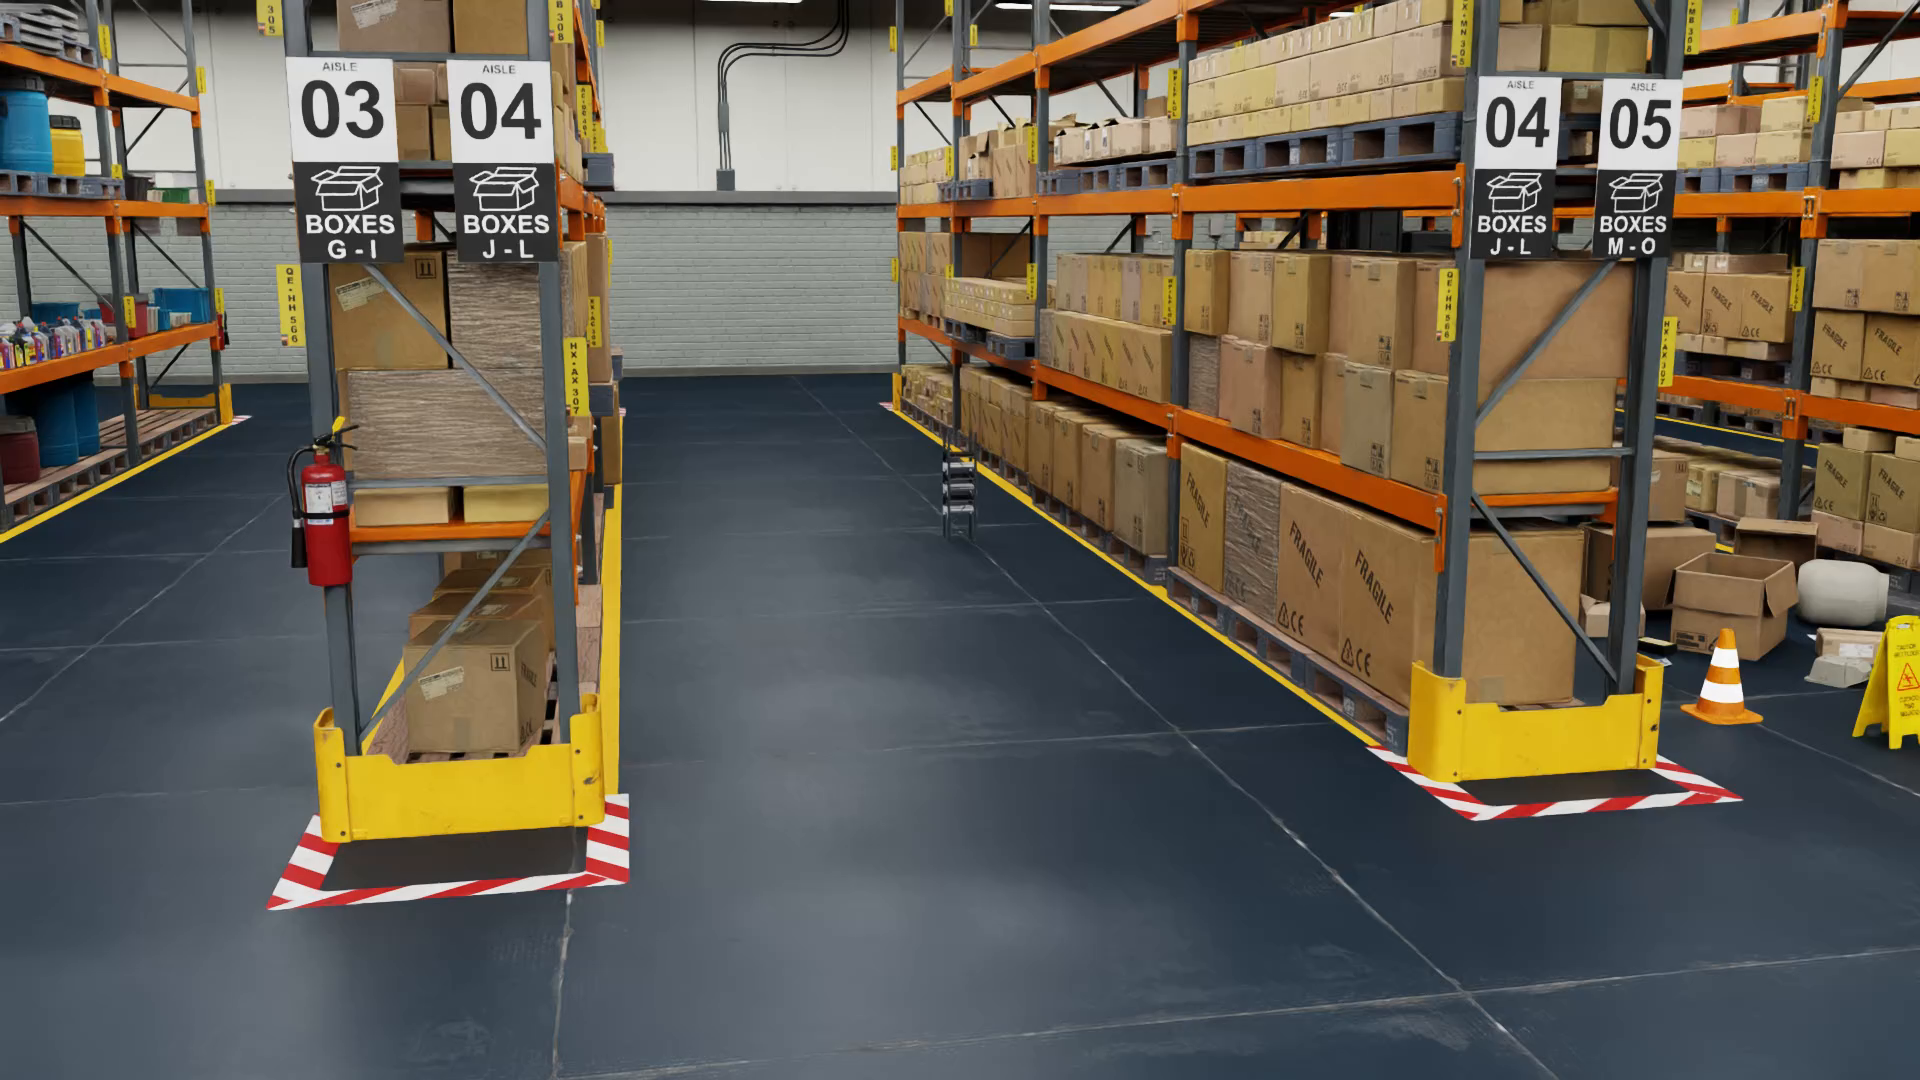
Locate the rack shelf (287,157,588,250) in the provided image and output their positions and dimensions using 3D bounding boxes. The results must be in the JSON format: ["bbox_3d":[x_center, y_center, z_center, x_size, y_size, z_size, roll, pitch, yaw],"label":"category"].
[{"bbox_3d":[-2.525,-1.722,8.624,1.077,0.370,4.000,-2,11,-11],"label":"rack shelf"}]

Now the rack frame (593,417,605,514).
[{"bbox_3d":[-3.692,-1.703,14.619,1.000,3.000,0.127,-2,11,-11],"label":"rack frame"}]

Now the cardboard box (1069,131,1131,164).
[{"bbox_3d":[1.216,-3.287,13.932,0.500,0.250,0.500,-2,11,-9],"label":"cardboard box"}]

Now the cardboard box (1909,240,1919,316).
[{"bbox_3d":[6.829,-1.740,11.077,0.700,0.500,0.500,-2,11,-12],"label":"cardboard box"}]

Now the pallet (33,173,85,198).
[{"bbox_3d":[-8.856,-3.289,15.435,1.003,0.211,1.213,-2,11,-11],"label":"pallet"}]

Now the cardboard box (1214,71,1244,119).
[{"bbox_3d":[1.891,-2.740,10.261,0.500,0.250,0.500,-2,11,-11],"label":"cardboard box"}]

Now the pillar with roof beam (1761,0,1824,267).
[{"bbox_3d":[6.645,-5.929,20.778,9.100,9.000,0.400,-2,11,-11],"label":"pillar with roof beam"}]

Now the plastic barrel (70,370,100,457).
[{"bbox_3d":[-9.239,-1.331,17.157,0.600,0.901,0.708,-2,11,-11],"label":"plastic barrel"}]

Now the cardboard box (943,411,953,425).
[{"bbox_3d":[0.005,-1.463,19.864,0.380,0.149,0.250,-2,11,-10],"label":"cardboard box"}]

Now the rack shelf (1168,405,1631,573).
[{"bbox_3d":[2.360,-0.411,9.755,1.077,0.370,4.000,-2,11,-11],"label":"rack shelf"}]

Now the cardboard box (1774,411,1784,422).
[{"bbox_3d":[10.198,-1.670,20.011,0.500,0.500,0.500,-2,11,-13],"label":"cardboard box"}]

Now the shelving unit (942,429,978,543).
[{"bbox_3d":[-0.002,-0.444,13.620,0.258,0.900,0.210,-2,11,-11],"label":"shelving unit"}]

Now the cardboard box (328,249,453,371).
[{"bbox_3d":[-2.485,-1.014,7.262,0.500,0.500,0.500,-2,11,-11],"label":"cardboard box"}]

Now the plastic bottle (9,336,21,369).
[{"bbox_3d":[-8.389,-1.667,14.746,0.061,0.283,0.133,-2,11,-11],"label":"plastic bottle"}]

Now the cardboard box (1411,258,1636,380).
[{"bbox_3d":[2.715,-1.071,8.010,0.875,0.550,0.550,-2,11,-11],"label":"cardboard box"}]

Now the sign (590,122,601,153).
[{"bbox_3d":[-3.159,-3.449,14.392,0.100,0.325,0.005,-2,11,-11],"label":"sign"}]

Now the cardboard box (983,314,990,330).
[{"bbox_3d":[0.450,-2.209,16.828,0.380,0.149,0.250,-3,11,-14],"label":"cardboard box"}]

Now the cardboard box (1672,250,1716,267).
[{"bbox_3d":[10.090,-3.701,22.721,0.500,0.500,0.500,-2,11,-13],"label":"cardboard box"}]

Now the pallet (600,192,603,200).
[{"bbox_3d":[-4.853,-4.240,20.165,1.003,0.211,1.213,-2,11,-11],"label":"pallet"}]

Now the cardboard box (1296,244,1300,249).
[{"bbox_3d":[4.689,-3.600,21.645,0.500,0.500,0.500,-2,11,-10],"label":"cardboard box"}]

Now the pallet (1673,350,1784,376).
[{"bbox_3d":[6.454,-1.607,14.631,1.003,0.211,1.213,-2,11,-11],"label":"pallet"}]

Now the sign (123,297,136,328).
[{"bbox_3d":[-8.788,-2.412,17.604,0.100,0.325,0.005,-2,11,-11],"label":"sign"}]

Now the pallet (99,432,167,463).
[{"bbox_3d":[-9.509,-1.020,18.489,1.003,0.211,1.213,-2,11,-11],"label":"pallet"}]

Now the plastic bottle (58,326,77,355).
[{"bbox_3d":[-8.739,-1.950,16.253,0.152,0.276,0.135,-2,11,-11],"label":"plastic bottle"}]

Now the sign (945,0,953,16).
[{"bbox_3d":[-0.121,-6.026,18.582,0.100,0.325,0.005,-2,11,-11],"label":"sign"}]

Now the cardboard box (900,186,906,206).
[{"bbox_3d":[-0.526,-4.640,22.430,0.500,0.250,0.500,-2,11,-9],"label":"cardboard box"}]

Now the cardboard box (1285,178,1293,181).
[{"bbox_3d":[4.715,-4.939,22.449,0.500,0.311,0.500,-2,11,-10],"label":"cardboard box"}]

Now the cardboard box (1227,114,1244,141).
[{"bbox_3d":[1.856,-2.518,10.162,0.380,0.149,0.250,-2,11,-12],"label":"cardboard box"}]

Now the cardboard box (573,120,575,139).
[{"bbox_3d":[-2.567,-2.516,10.203,0.380,0.149,0.250,-2,11,-9],"label":"cardboard box"}]

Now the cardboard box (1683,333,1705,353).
[{"bbox_3d":[6.264,-1.638,13.829,0.380,0.149,0.250,-2,11,-11],"label":"cardboard box"}]

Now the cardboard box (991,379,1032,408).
[{"bbox_3d":[0.611,-1.513,17.180,0.500,0.250,0.500,-2,11,-10],"label":"cardboard box"}]

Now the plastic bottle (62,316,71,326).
[{"bbox_3d":[-8.970,-2.070,16.681,0.144,0.351,0.185,-2,11,-11],"label":"plastic bottle"}]

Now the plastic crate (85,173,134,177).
[{"bbox_3d":[-10.079,-4.143,19.582,0.504,0.338,0.767,-2,11,-11],"label":"plastic crate"}]

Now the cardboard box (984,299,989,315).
[{"bbox_3d":[0.449,-2.356,16.806,0.380,0.149,0.250,-2,11,-11],"label":"cardboard box"}]

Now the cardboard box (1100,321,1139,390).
[{"bbox_3d":[1.411,-1.451,13.031,0.500,0.500,0.500,-2,11,-10],"label":"cardboard box"}]

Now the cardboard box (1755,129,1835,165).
[{"bbox_3d":[6.551,-3.037,12.887,0.500,0.250,0.500,-2,11,-12],"label":"cardboard box"}]

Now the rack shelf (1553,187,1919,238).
[{"bbox_3d":[6.418,-2.816,14.372,1.077,0.370,4.000,-2,11,-11],"label":"rack shelf"}]

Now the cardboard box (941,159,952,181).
[{"bbox_3d":[0.076,-4.319,19.407,0.500,0.250,0.500,-3,11,-14],"label":"cardboard box"}]

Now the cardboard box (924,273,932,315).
[{"bbox_3d":[-0.151,-3.058,20.679,0.500,0.500,0.500,-2,11,-11],"label":"cardboard box"}]

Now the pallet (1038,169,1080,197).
[{"bbox_3d":[1.370,-3.129,14.596,1.213,0.211,1.003,-2,11,-8],"label":"pallet"}]

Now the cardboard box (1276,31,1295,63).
[{"bbox_3d":[2.004,-2.770,9.353,0.380,0.149,0.250,-2,11,-11],"label":"cardboard box"}]

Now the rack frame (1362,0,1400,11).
[{"bbox_3d":[5.251,-5.744,19.806,1.000,3.000,0.127,-2,11,-11],"label":"rack frame"}]

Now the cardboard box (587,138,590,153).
[{"bbox_3d":[-3.243,-3.299,13.378,0.500,0.500,0.500,-2,11,-11],"label":"cardboard box"}]

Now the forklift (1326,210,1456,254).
[{"bbox_3d":[3.792,-1.495,13.712,3.031,2.935,1.130,-1,11,-4],"label":"forklift"}]

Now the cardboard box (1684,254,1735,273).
[{"bbox_3d":[6.272,-2.301,13.844,0.380,0.149,0.250,-3,11,-13],"label":"cardboard box"}]

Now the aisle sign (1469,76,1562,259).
[{"bbox_3d":[2.469,-1.650,7.392,0.394,0.787,0.004,-2,11,-11],"label":"aisle sign"}]

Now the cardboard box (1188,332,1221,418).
[{"bbox_3d":[2.055,-1.137,11.248,0.875,0.550,0.550,-2,11,-11],"label":"cardboard box"}]

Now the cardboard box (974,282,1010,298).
[{"bbox_3d":[0.349,-2.598,17.280,0.380,0.149,0.250,-2,11,-9],"label":"cardboard box"}]

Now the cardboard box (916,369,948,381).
[{"bbox_3d":[-0.370,-2.182,22.047,0.380,0.149,0.250,-3,11,-14],"label":"cardboard box"}]

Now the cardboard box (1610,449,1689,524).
[{"bbox_3d":[5.067,-0.403,12.452,0.500,0.500,0.500,-2,11,-11],"label":"cardboard box"}]

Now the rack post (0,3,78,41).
[{"bbox_3d":[-9.195,-5.010,16.155,0.937,0.300,0.954,-2,11,-12],"label":"rack post"}]
